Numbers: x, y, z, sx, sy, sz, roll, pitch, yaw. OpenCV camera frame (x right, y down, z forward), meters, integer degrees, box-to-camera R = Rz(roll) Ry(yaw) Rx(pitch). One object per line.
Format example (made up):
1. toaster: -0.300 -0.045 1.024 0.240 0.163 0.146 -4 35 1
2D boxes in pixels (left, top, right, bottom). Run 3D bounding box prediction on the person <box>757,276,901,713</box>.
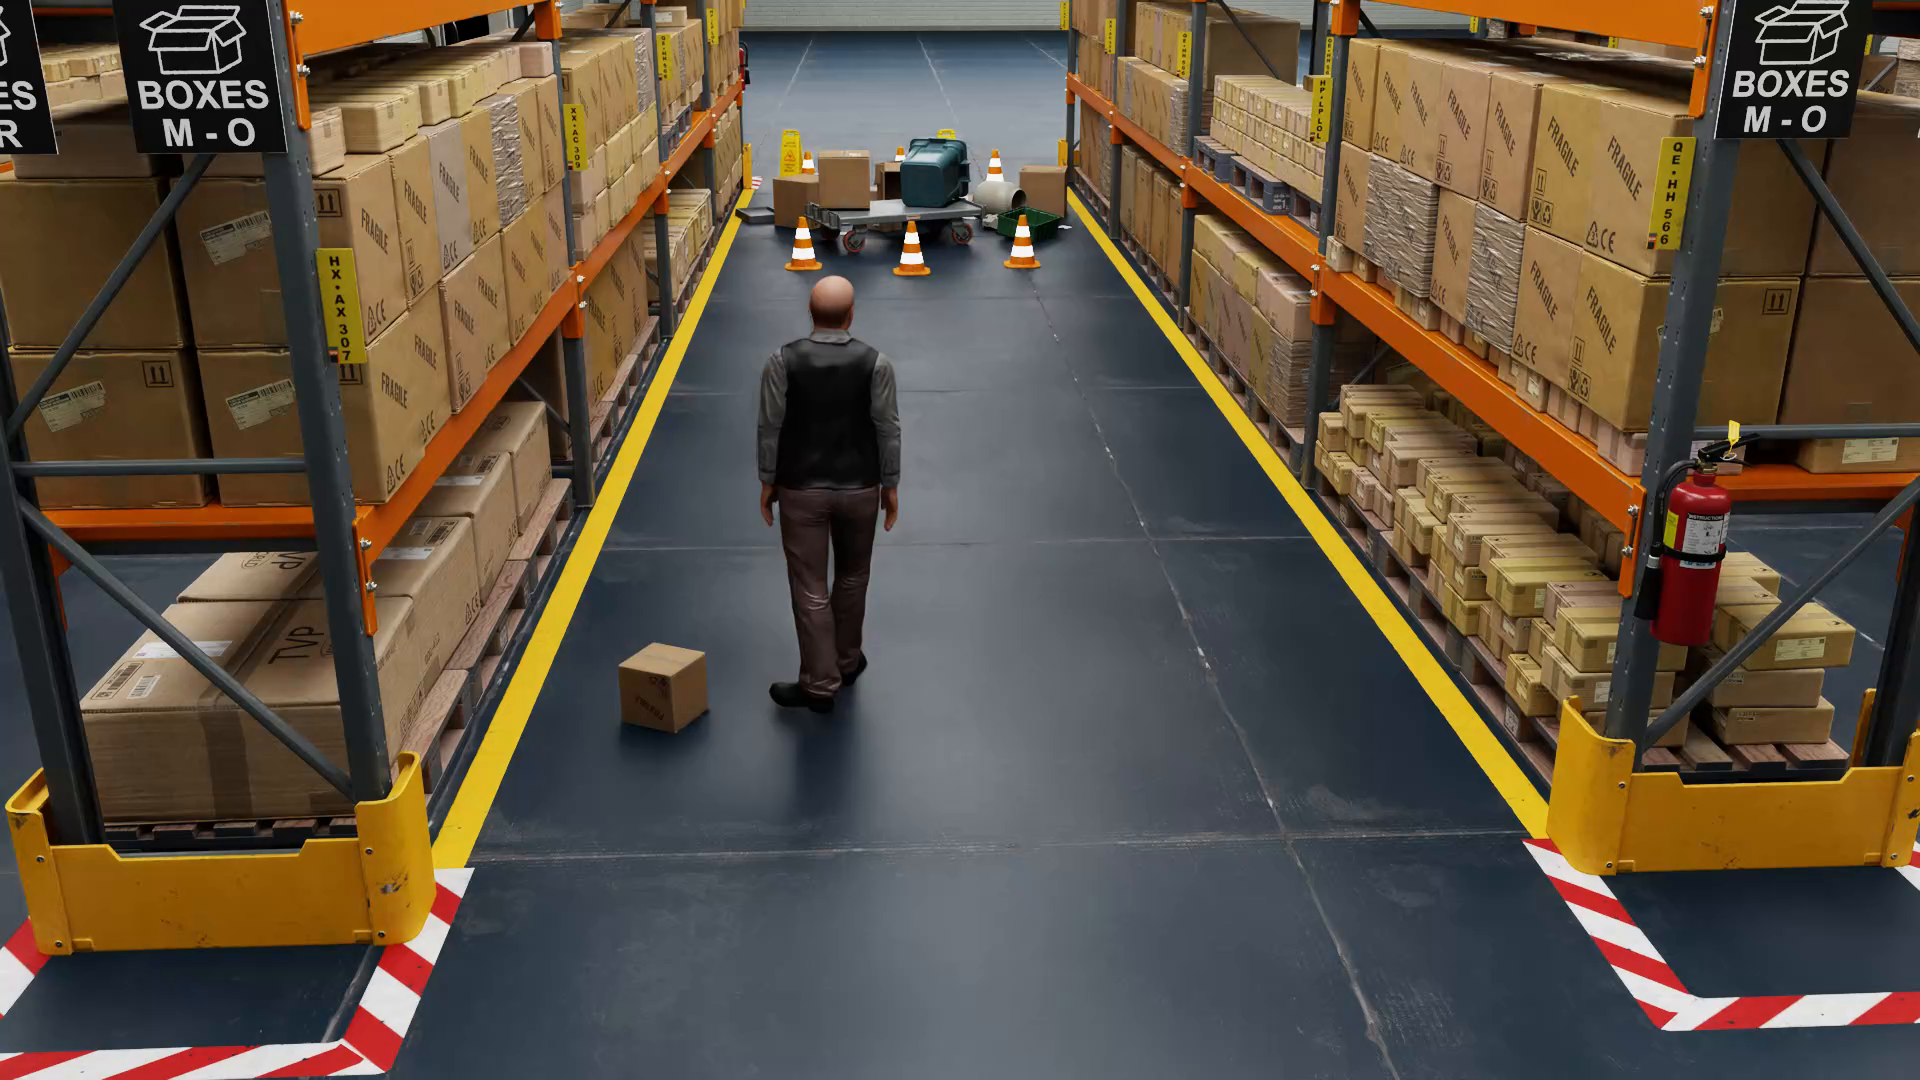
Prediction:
1. person: -0.514 -0.181 6.617 0.571 1.711 0.590 -4 21 -11
